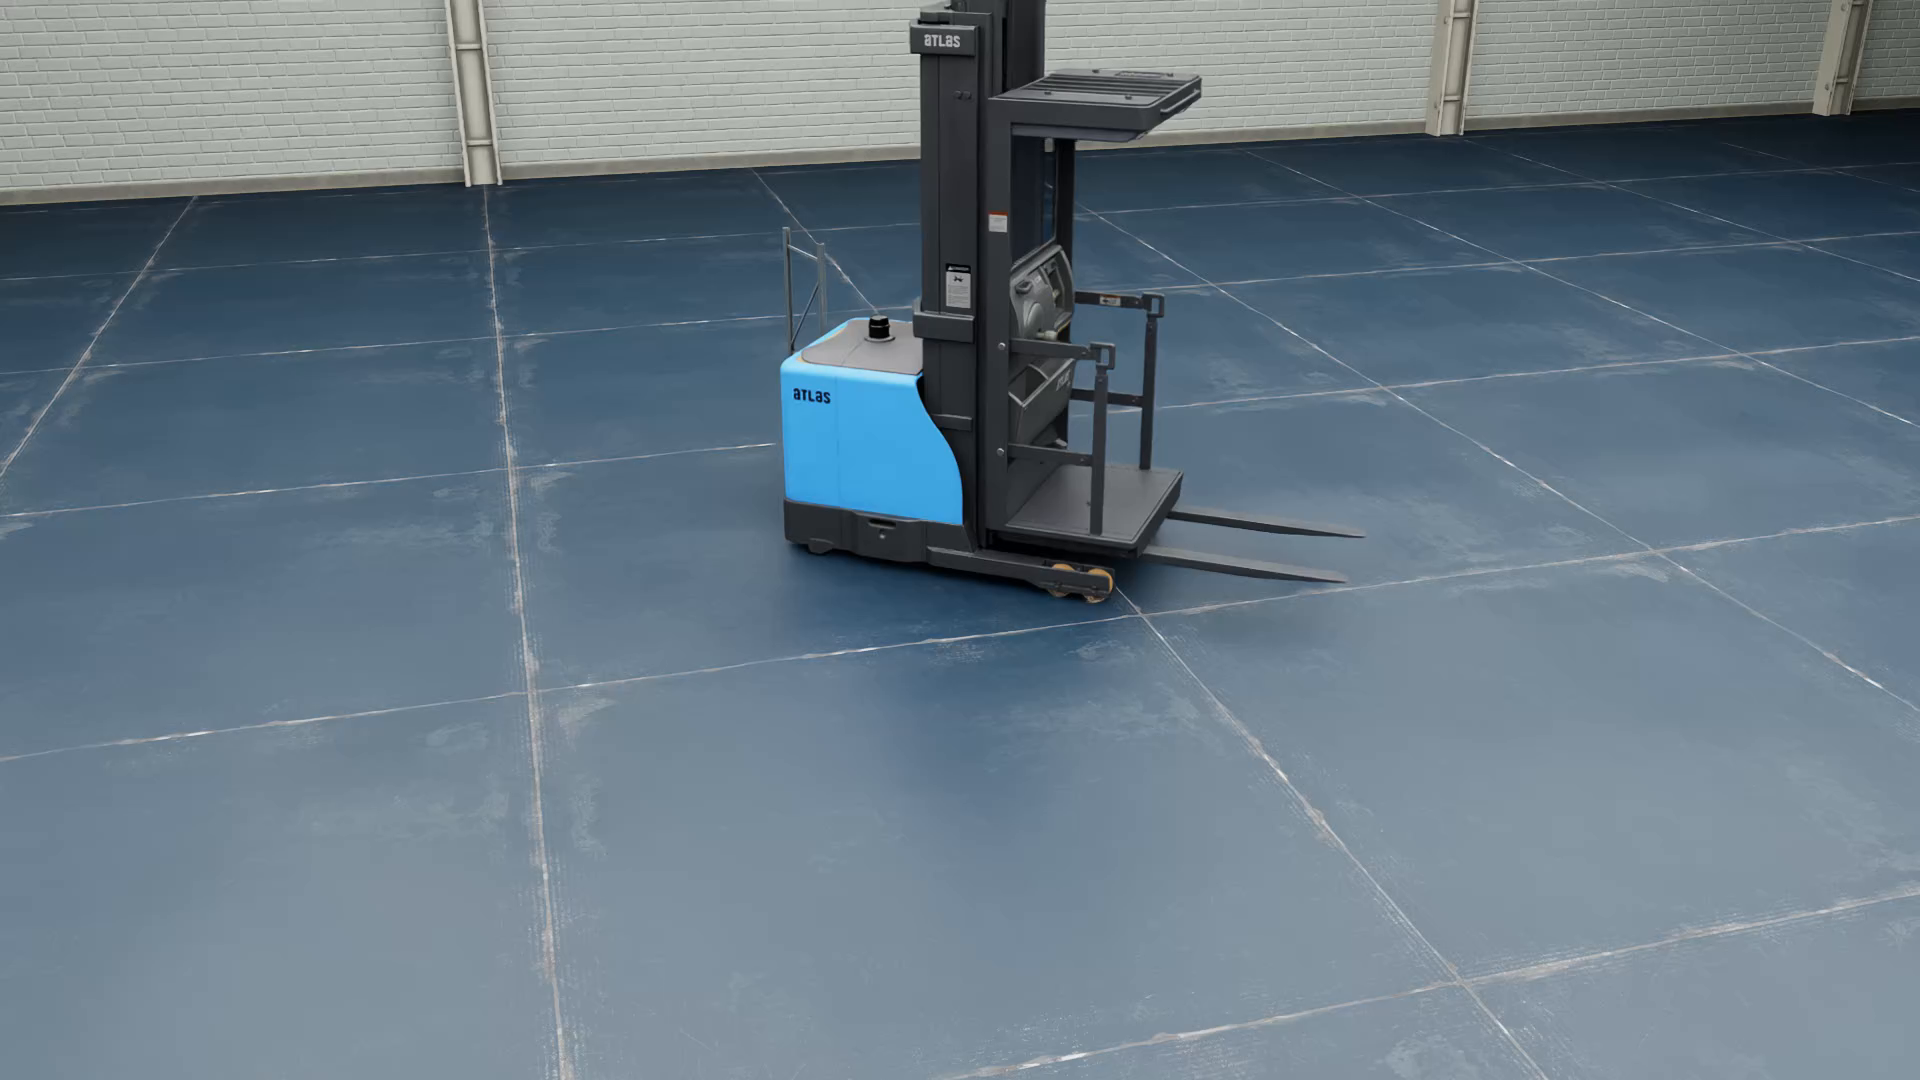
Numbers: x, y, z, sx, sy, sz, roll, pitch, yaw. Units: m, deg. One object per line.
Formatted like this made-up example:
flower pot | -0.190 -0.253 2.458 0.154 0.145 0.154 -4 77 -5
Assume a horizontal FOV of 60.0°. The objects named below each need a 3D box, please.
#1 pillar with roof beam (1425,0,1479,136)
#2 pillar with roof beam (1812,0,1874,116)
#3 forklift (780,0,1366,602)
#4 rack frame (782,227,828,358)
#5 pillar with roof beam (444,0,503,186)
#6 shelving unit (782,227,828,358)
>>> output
pillar with roof beam | 7.415 -7.756 15.915 0.400 9.000 9.100 -6 24 -14
pillar with roof beam | 13.192 -8.396 17.404 0.400 9.000 9.100 -6 24 -14
forklift | 0.610 -1.266 8.484 3.031 2.935 1.130 8 25 19
rack frame | -0.896 -1.049 9.793 0.032 1.500 0.500 -13 26 -28
pillar with roof beam | -4.139 -6.478 12.936 0.400 9.000 9.100 -6 24 -14
shelving unit | -0.458 -1.151 10.031 1.048 1.500 0.538 -13 26 -28
